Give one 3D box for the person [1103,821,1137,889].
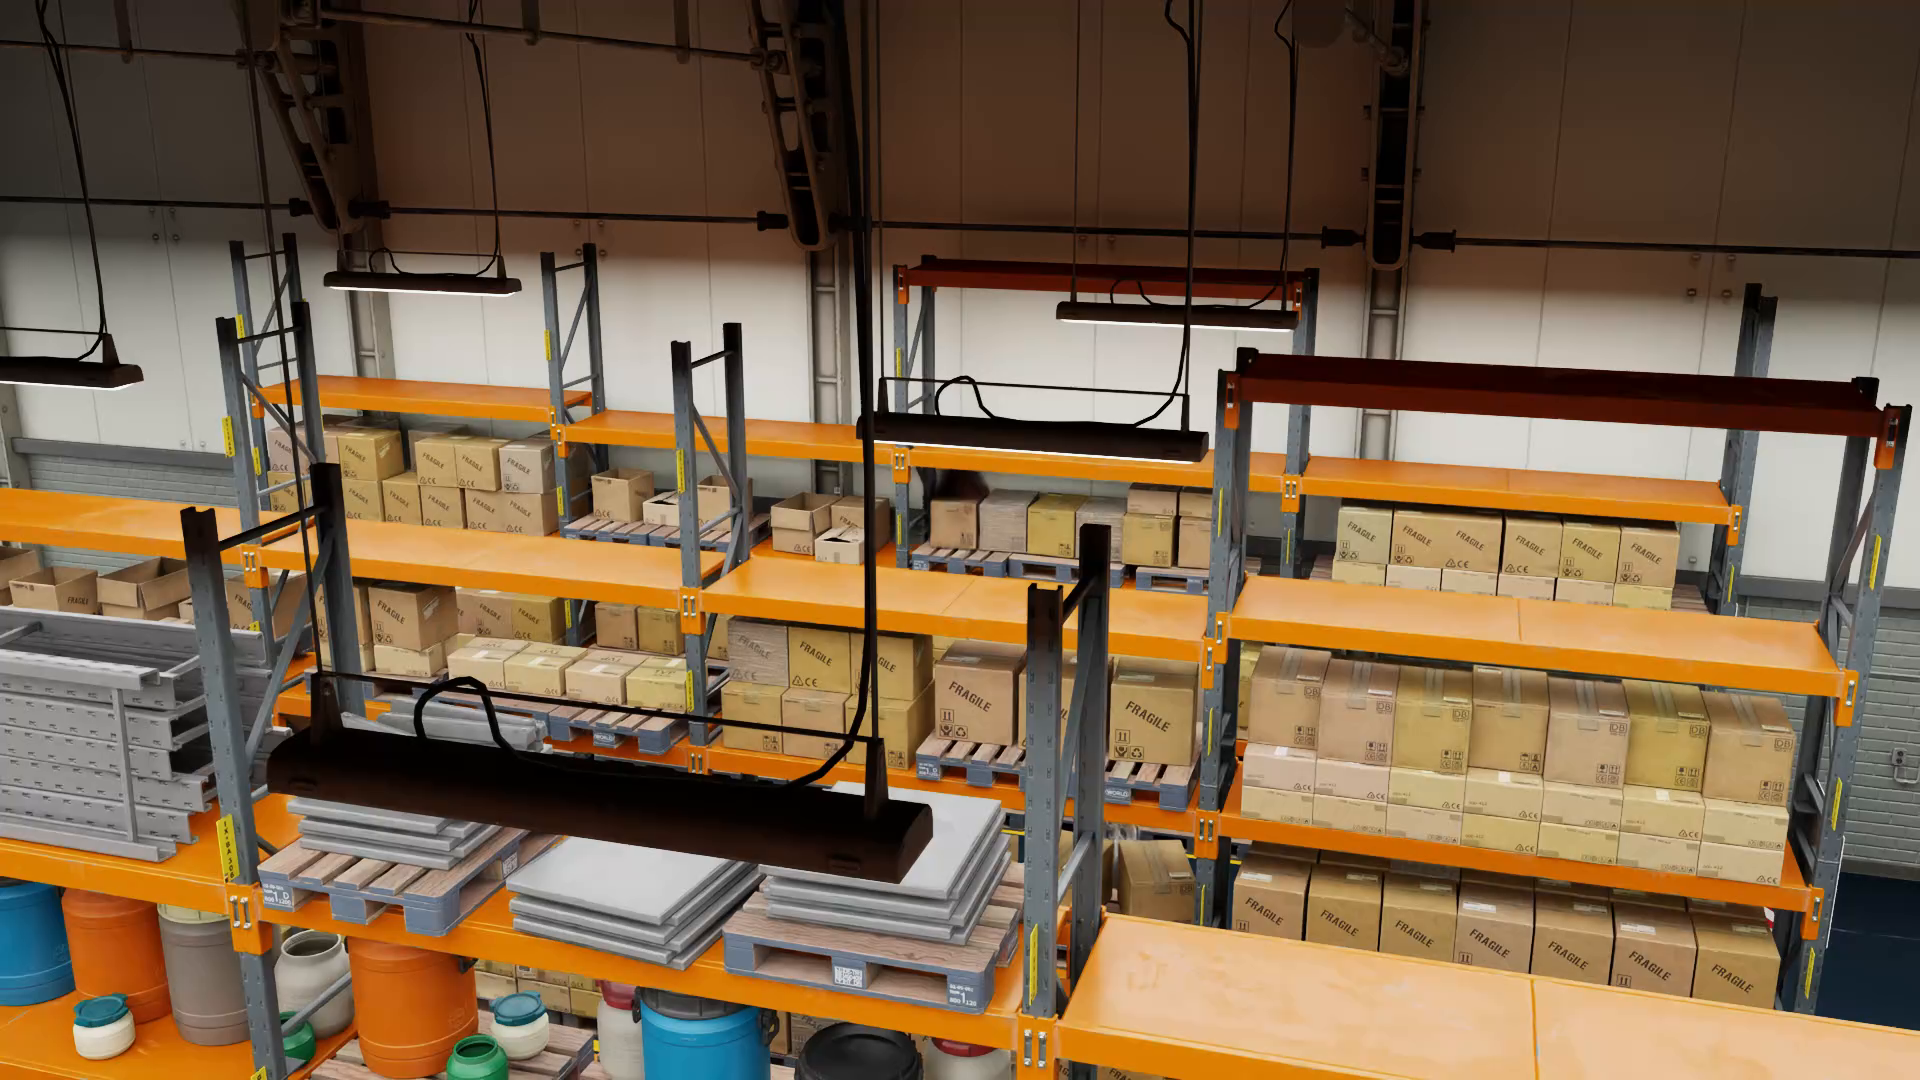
[{"bbox_3d":[1.285,2.865,15.297,0.973,1.638,0.507,7,17,22],"label":"person"}]
